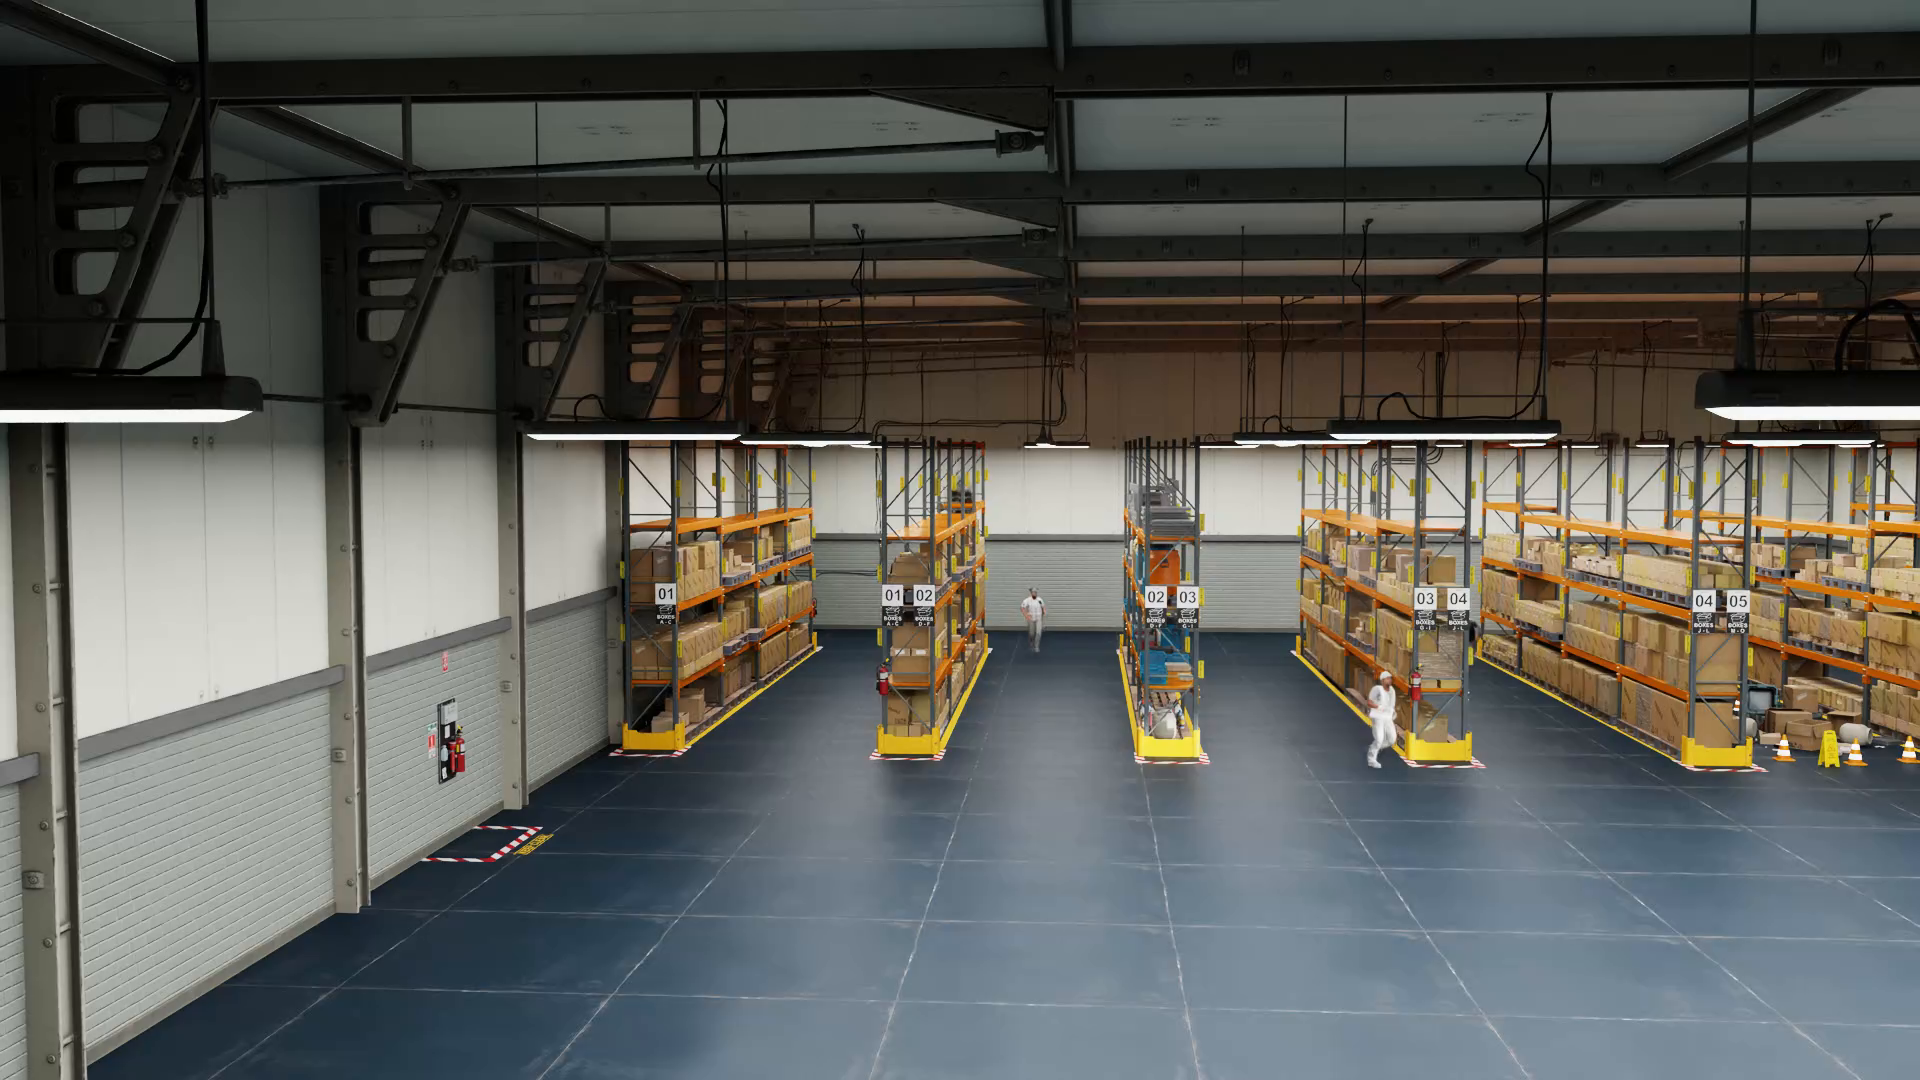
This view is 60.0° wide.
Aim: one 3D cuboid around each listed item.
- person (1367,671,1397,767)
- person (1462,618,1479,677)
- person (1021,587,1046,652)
[{"bbox_3d":[7.706,3.243,30.156,0.697,1.723,0.618,-2,3,-28],"label":"person"},{"bbox_3d":[12.899,2.622,42.374,0.662,1.737,0.726,1,3,13],"label":"person"},{"bbox_3d":[2.042,2.177,45.330,0.703,1.800,0.601,-1,3,-15],"label":"person"}]
